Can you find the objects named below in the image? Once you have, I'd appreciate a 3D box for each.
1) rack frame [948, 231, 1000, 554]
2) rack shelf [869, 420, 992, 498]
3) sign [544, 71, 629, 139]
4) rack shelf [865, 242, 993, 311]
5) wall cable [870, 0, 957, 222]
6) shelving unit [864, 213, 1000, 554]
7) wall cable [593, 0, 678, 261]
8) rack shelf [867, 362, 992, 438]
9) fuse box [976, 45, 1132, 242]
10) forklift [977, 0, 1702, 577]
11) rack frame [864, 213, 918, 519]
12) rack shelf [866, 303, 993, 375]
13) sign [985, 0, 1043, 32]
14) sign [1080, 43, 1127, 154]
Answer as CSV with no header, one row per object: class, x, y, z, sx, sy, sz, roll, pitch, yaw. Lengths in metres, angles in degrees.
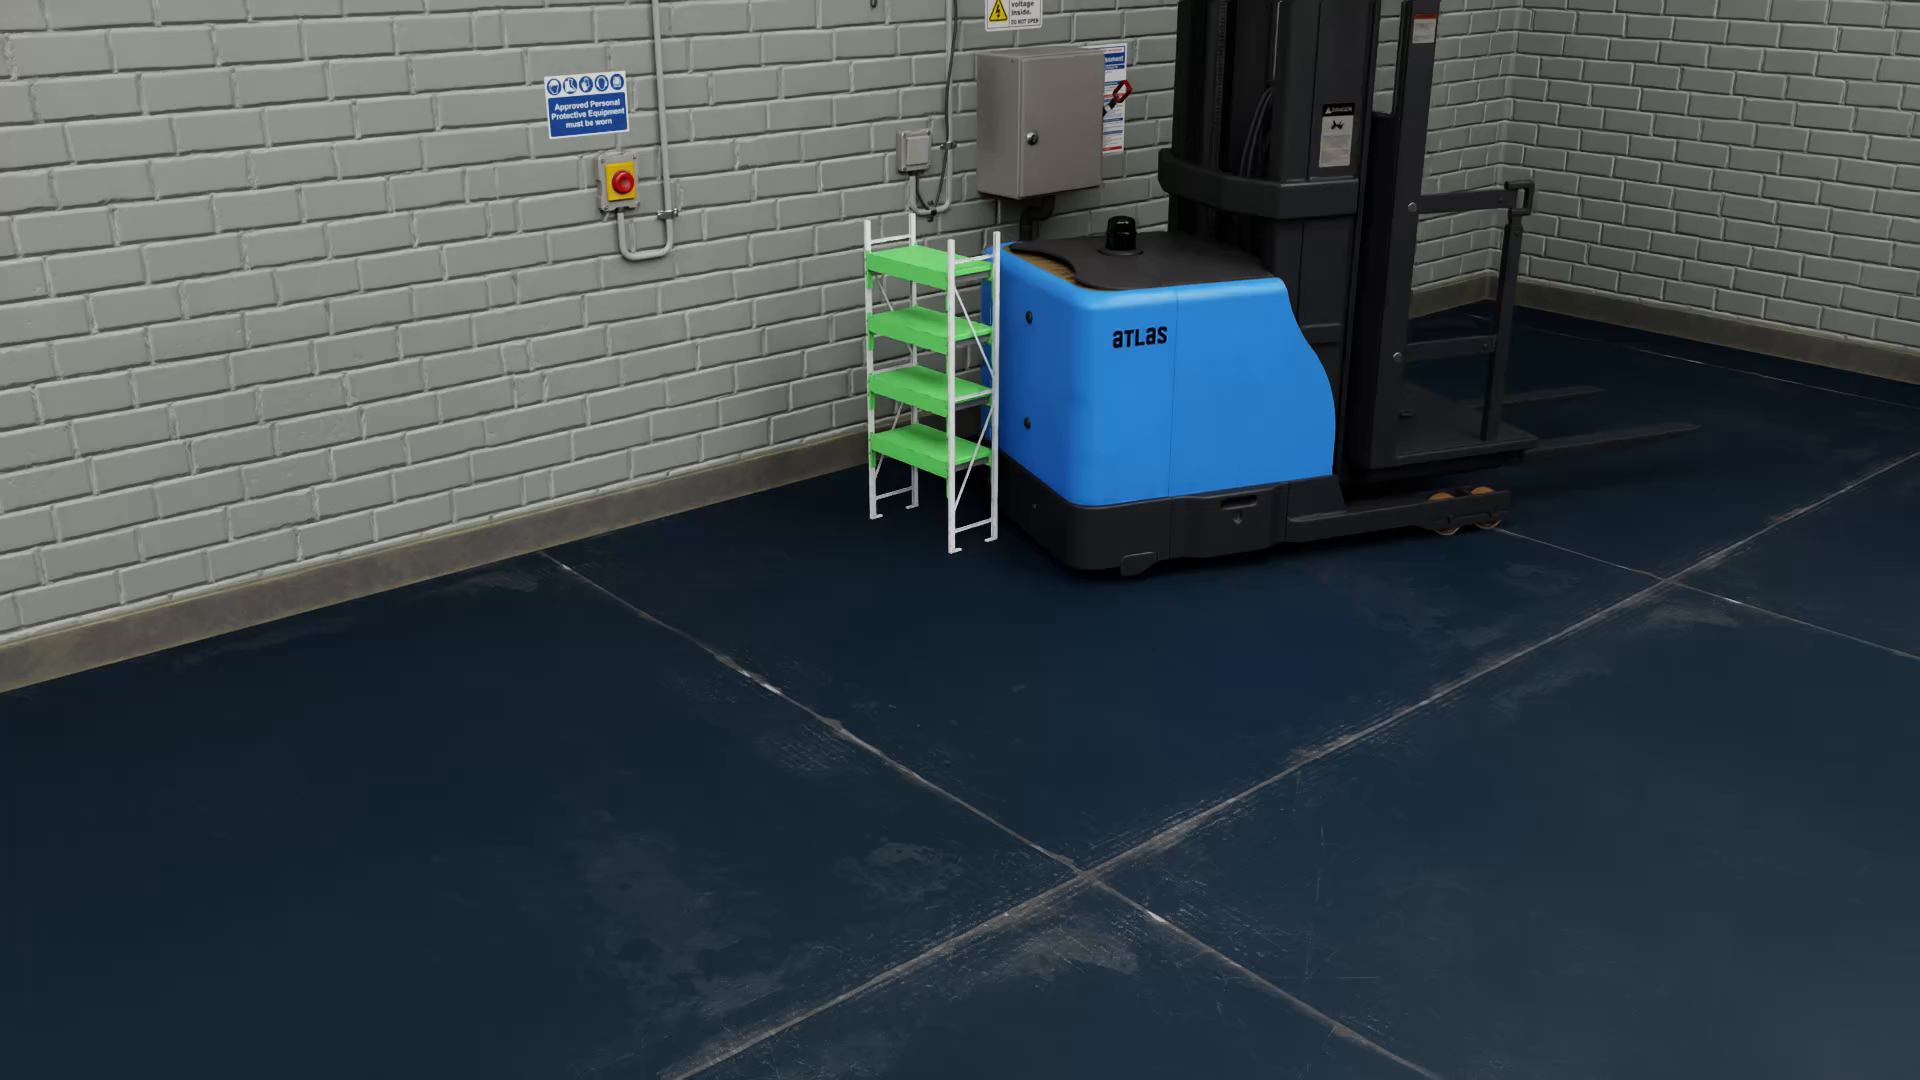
rack frame,0.051,-0.537,6.210,0.240,1.200,0.015,-17,27,-37
rack shelf,-0.108,-0.321,6.493,0.258,0.148,0.480,-17,27,-37
sign,-1.351,-1.579,6.033,0.327,0.218,0.001,-17,27,-37
rack shelf,-0.108,-0.992,6.230,0.258,0.148,0.480,-17,27,-37
wall cable,-0.208,-2.262,6.753,0.588,1.984,0.122,-17,27,-37
shelving unit,-0.108,-0.604,6.382,0.258,1.200,0.503,-17,27,-37
wall cable,-1.274,-1.936,5.877,0.585,1.953,0.123,-17,27,-37
rack shelf,-0.108,-0.545,6.405,0.258,0.148,0.480,-17,27,-37
fuse box,0.412,-1.308,7.477,0.539,1.711,0.414,-17,27,-37
forklift,1.639,-1.553,6.430,3.031,2.935,1.130,-8,23,-20
rack frame,-0.267,-0.672,6.554,0.240,1.200,0.015,-17,27,-37
rack shelf,-0.108,-0.768,6.318,0.258,0.148,0.480,-17,27,-37
sign,0.235,-2.336,7.204,0.339,0.242,0.001,-17,27,-37
sign,0.651,-2.038,7.706,0.329,0.494,0.001,-17,27,-37
